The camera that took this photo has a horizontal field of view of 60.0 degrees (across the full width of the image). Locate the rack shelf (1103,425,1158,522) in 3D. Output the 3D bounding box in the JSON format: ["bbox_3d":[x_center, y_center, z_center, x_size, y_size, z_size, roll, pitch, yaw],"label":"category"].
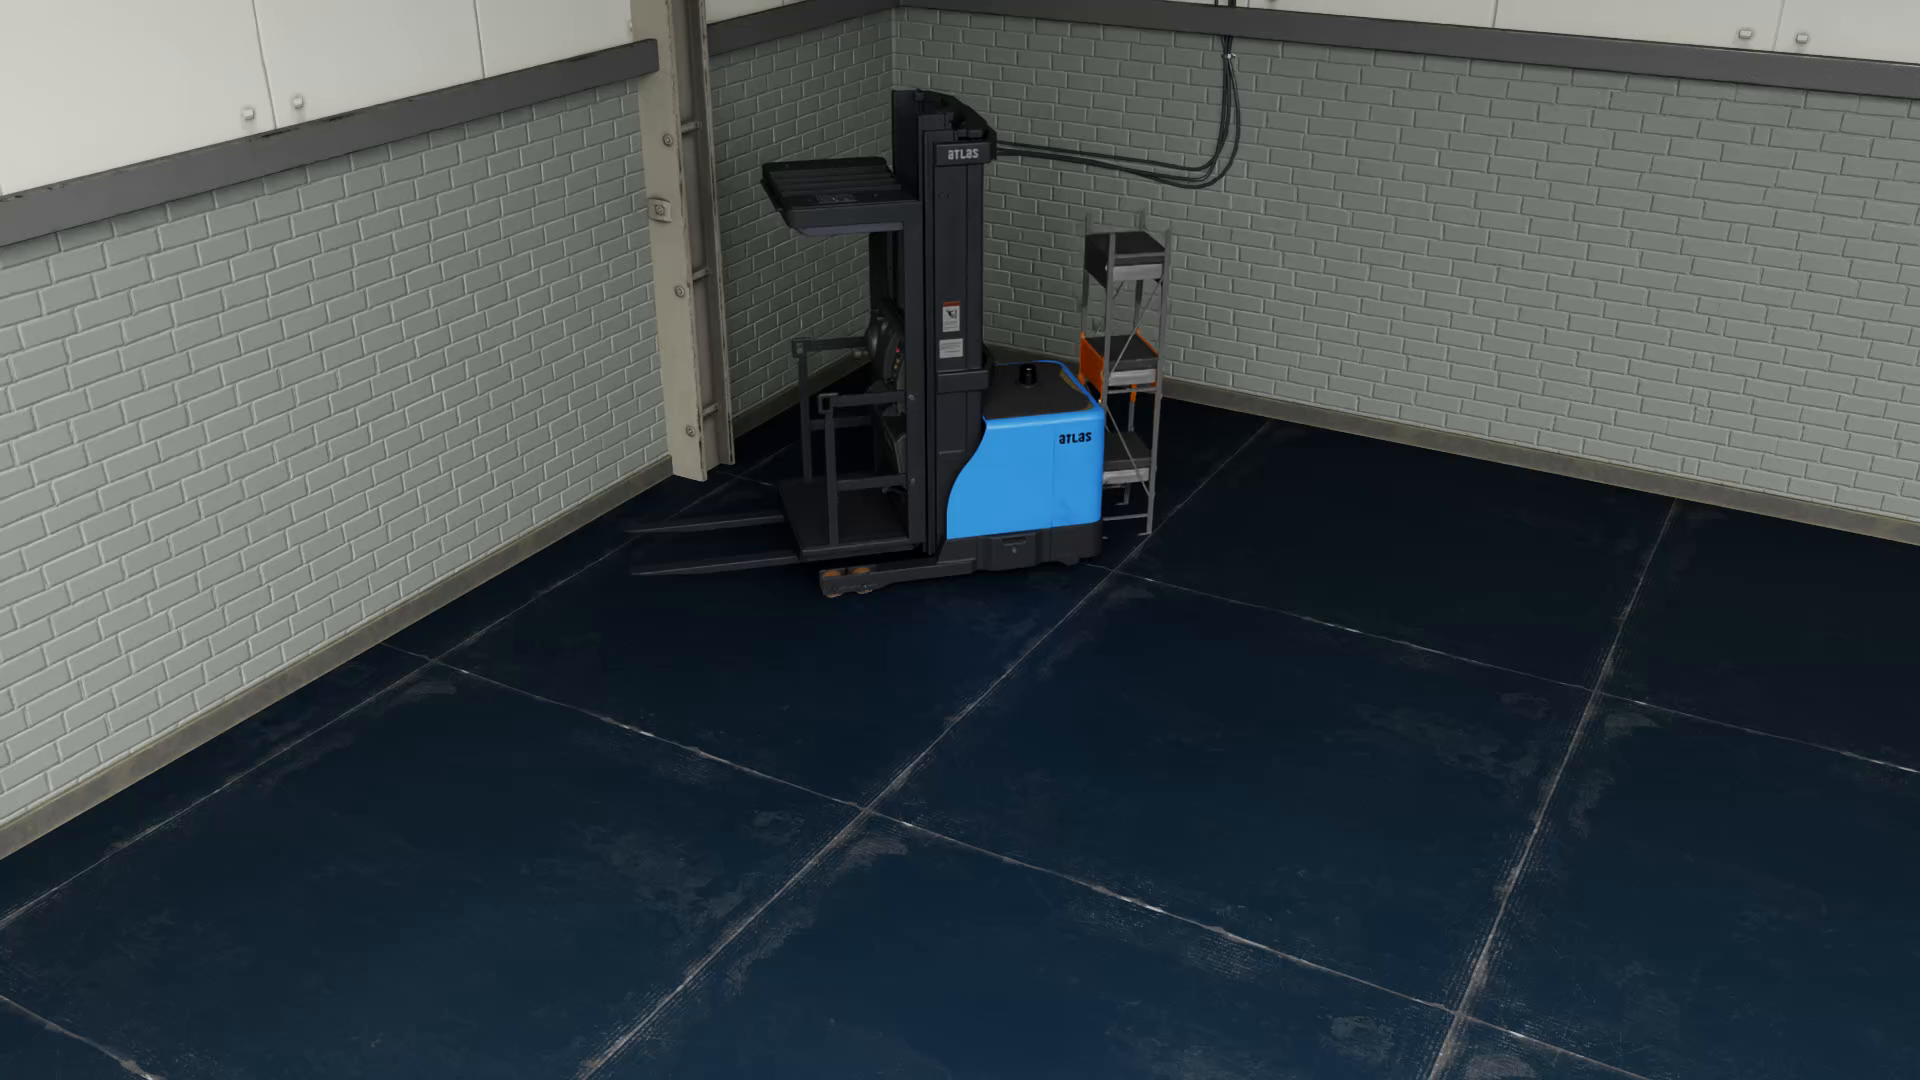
[{"bbox_3d":[1.046,-0.431,11.274,0.431,0.518,0.480,-6,27,-12],"label":"rack shelf"}]

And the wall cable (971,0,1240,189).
[{"bbox_3d":[0.709,-4.023,12.623,3.097,2.526,0.112,14,30,26],"label":"wall cable"}]

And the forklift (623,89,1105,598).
[{"bbox_3d":[-0.647,-1.210,10.313,3.031,2.935,1.130,-6,27,-13],"label":"forklift"}]

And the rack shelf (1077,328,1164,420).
[{"bbox_3d":[1.052,-1.057,10.962,0.431,0.518,0.480,-6,27,-12],"label":"rack shelf"}]

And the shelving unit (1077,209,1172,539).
[{"bbox_3d":[1.052,-1.069,10.956,0.431,2.100,0.503,-6,27,-12],"label":"shelving unit"}]

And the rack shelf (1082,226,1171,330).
[{"bbox_3d":[1.058,-1.684,10.650,0.431,0.518,0.480,-6,27,-12],"label":"rack shelf"}]

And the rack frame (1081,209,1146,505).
[{"bbox_3d":[0.996,-1.176,11.168,0.400,2.100,0.015,-6,27,-12],"label":"rack frame"}]

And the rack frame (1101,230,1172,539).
[{"bbox_3d":[1.109,-0.963,10.743,0.400,2.100,0.015,-6,27,-12],"label":"rack frame"}]

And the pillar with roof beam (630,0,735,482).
[{"bbox_3d":[1.857,-3.607,8.322,9.100,9.000,0.400,14,30,26],"label":"pillar with roof beam"}]
